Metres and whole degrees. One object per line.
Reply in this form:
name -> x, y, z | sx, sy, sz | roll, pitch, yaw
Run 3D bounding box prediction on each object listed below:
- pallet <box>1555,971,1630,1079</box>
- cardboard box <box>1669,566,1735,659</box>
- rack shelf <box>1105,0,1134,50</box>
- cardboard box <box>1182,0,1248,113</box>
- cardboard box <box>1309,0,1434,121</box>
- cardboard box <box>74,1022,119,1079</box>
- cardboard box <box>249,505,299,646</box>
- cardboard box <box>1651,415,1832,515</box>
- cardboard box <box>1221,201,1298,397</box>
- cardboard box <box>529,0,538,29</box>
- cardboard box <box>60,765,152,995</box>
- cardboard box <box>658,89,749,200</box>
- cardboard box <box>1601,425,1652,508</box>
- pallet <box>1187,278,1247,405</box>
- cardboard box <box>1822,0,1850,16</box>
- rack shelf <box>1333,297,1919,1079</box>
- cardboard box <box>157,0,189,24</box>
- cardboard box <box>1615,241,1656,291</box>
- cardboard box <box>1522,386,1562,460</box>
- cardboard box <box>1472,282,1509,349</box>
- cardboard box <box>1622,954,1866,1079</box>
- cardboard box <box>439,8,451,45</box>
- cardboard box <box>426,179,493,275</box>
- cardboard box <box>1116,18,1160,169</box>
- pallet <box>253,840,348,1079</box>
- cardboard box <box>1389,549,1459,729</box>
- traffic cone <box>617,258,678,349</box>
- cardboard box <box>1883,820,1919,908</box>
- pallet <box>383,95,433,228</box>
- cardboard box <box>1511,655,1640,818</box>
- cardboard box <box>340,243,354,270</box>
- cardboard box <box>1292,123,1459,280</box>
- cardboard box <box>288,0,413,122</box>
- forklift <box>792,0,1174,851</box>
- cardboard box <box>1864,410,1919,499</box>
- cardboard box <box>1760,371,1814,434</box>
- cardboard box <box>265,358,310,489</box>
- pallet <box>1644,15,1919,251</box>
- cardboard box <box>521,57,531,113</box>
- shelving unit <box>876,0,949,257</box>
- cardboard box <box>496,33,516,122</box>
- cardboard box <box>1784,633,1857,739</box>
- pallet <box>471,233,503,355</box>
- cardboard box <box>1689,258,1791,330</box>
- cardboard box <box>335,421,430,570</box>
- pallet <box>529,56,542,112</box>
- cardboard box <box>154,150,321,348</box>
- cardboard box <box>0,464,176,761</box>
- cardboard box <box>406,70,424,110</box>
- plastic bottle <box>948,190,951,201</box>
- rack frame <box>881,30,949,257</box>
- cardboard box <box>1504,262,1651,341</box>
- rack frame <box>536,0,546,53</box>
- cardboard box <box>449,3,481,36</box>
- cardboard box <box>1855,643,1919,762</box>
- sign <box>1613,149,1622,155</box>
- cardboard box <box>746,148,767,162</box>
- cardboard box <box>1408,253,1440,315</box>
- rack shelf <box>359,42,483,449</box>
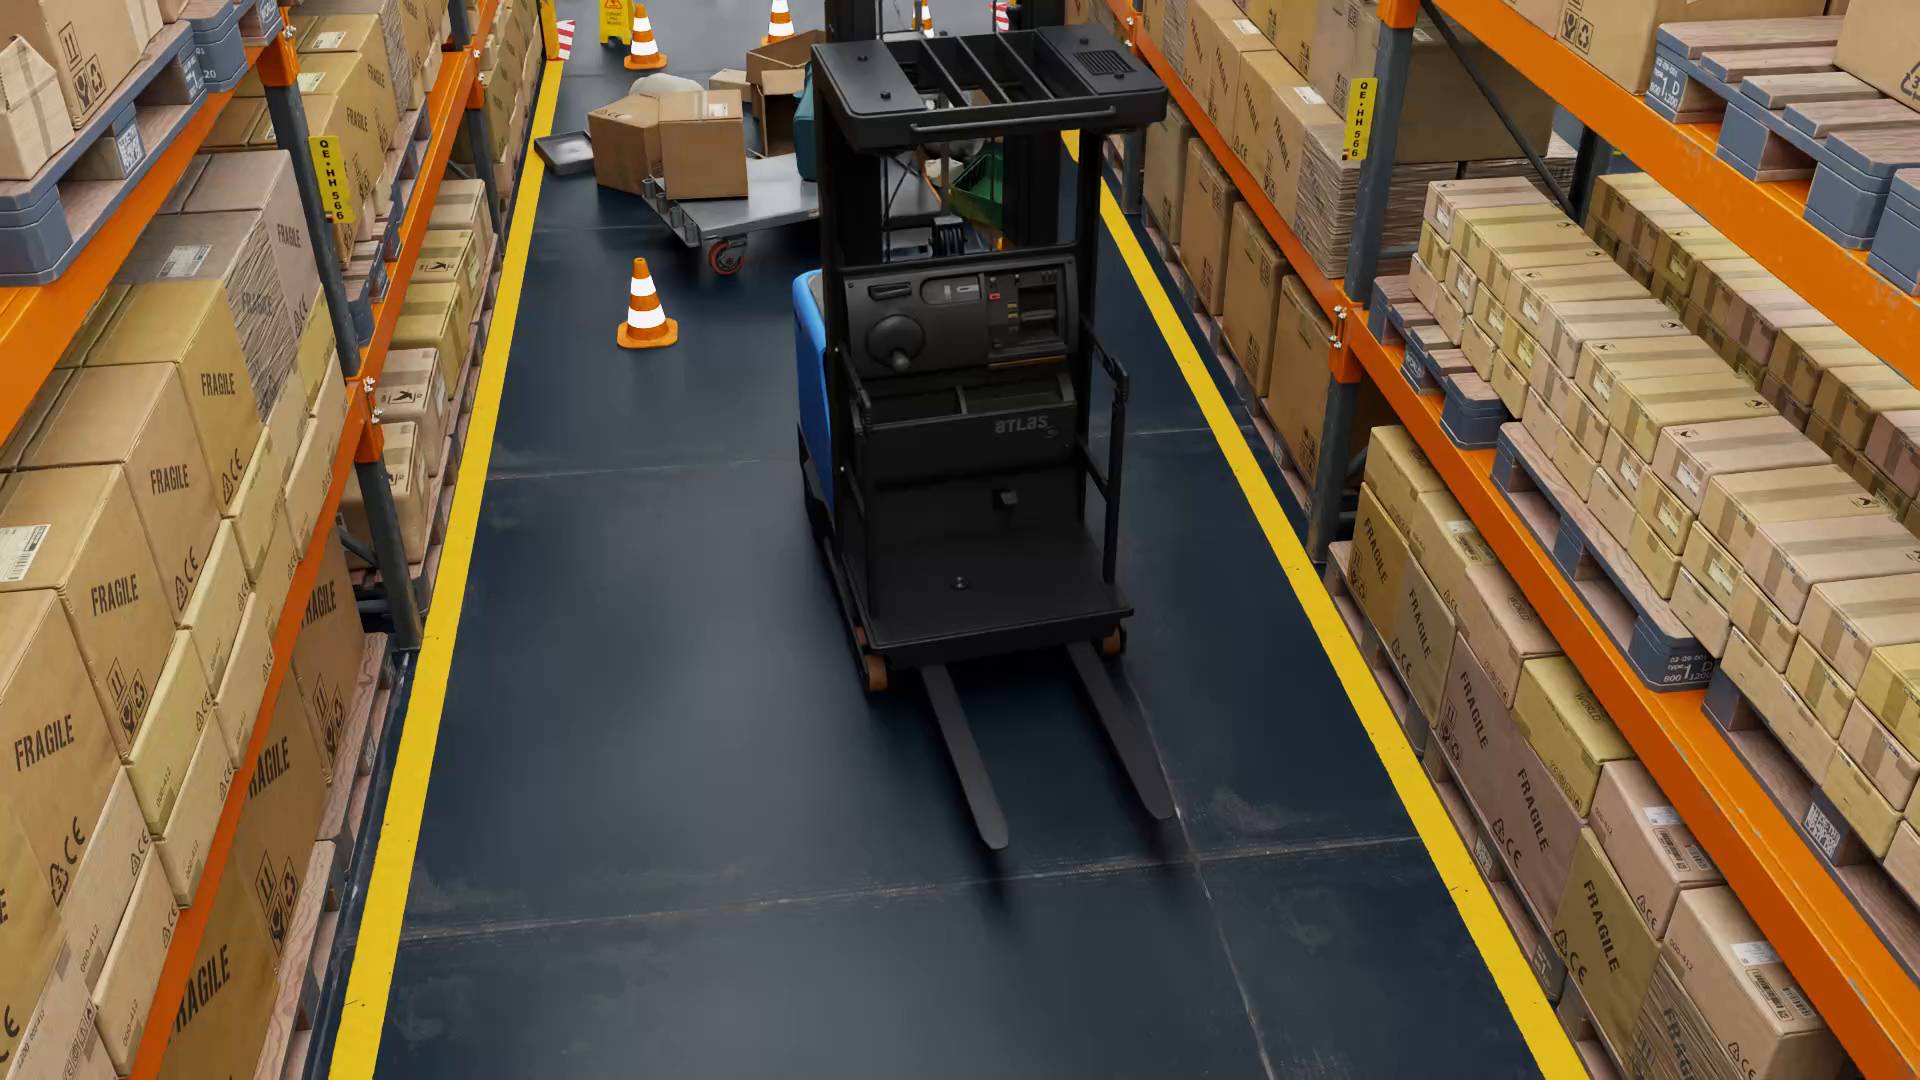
pallet -> 2.530, 1.755, 4.987 | 1.003, 0.211, 1.213 | -4, 35, -6
cardboard box -> 2.243, 0.182, 4.669 | 0.380, 0.149, 0.250 | -6, 35, -8
rack shelf -> 1.291, -4.246, 11.955 | 1.077, 0.370, 4.000 | -4, 35, -6
cardboard box -> 1.498, -2.594, 8.803 | 0.500, 0.500, 0.500 | -5, 35, -7
cardboard box -> 1.978, -2.183, 7.313 | 0.700, 0.500, 0.500 | -5, 35, -7
cardboard box -> -2.053, 1.265, 3.363 | 0.500, 0.250, 0.500 | -5, 35, -7
cardboard box -> -2.332, 0.127, 5.033 | 0.500, 0.250, 0.500 | -5, 35, -7
cardboard box -> 2.214, -0.215, 4.724 | 0.380, 0.149, 0.250 | -6, 35, -9
cardboard box -> 1.985, -1.273, 8.579 | 1.050, 0.750, 0.750 | -4, 34, -6
cardboard box -> -3.503, -4.148, 12.575 | 0.500, 0.500, 0.500 | -4, 34, -6
cardboard box -> -2.133, 0.768, 3.648 | 0.500, 0.250, 0.500 | -4, 34, -6
cardboard box -> -1.571, -2.427, 10.195 | 0.500, 0.500, 0.500 | -4, 35, -6
cardboard box -> 2.179, -0.234, 5.015 | 0.380, 0.149, 0.250 | -3, 34, -5
pallet -> 1.906, -1.167, 9.276 | 1.003, 0.211, 1.213 | -4, 35, -6
cardboard box -> 2.570, -1.619, 4.710 | 0.500, 0.500, 0.500 | -4, 35, -6
rack shelf -> 2.367, 0.219, 5.405 | 1.077, 0.370, 4.000 | -4, 35, -6
cardboard box -> -2.472, -1.680, 4.426 | 0.700, 0.500, 0.500 | -6, 35, -9
cardboard box -> 2.653, -0.997, 6.136 | 0.380, 0.149, 0.250 | -3, 34, -5
cardboard box -> 2.107, -0.400, 5.524 | 0.380, 0.149, 0.250 | -3, 34, -5
cardboard box -> 2.042, -0.803, 5.850 | 0.380, 0.149, 0.250 | -5, 35, -8
cardboard box -> 2.287, 1.503, 4.728 | 0.500, 0.500, 0.500 | -5, 35, -7
cardboard box -> -2.988, -2.799, 9.044 | 0.380, 0.149, 0.250 | -4, 34, -6
cardboard box -> -3.258, -1.791, 9.675 | 0.950, 0.372, 0.625 | -4, 34, -6
cardboard box -> 1.545, -3.079, 11.118 | 0.875, 0.875, 0.875 | -4, 34, -6
pallet -> -2.601, 1.514, 5.341 | 1.003, 0.211, 1.213 | -4, 35, -6
cardboard box -> 2.012, 0.359, 6.406 | 0.500, 0.500, 0.500 | -4, 34, -6
traffic cone -> -1.777, -1.361, 9.337 | 0.336, 0.463, 0.334 | -4, 35, -6
cardboard box -> 2.387, 0.761, 3.820 | 0.380, 0.149, 0.250 | -5, 35, -7
pallet -> -3.100, -1.786, 7.877 | 1.003, 0.211, 1.213 | -4, 35, -6
cardboard box -> 2.144, 0.609, 5.374 | 0.500, 0.250, 0.500 | -6, 35, -8
cardboard box -> -2.657, -1.189, 6.681 | 0.380, 0.149, 0.250 | -6, 35, -9
cardboard box -> 1.772, -1.467, 7.150 | 0.500, 0.500, 0.500 | -4, 35, -6
cardboard box -> -2.839, -2.236, 7.641 | 0.500, 0.500, 0.500 | -6, 35, -8
forklift -> 0.067, -0.823, 6.355 | 1.130, 2.935, 3.031 | -8, 35, -12
cardboard box -> 2.864, -0.254, 4.782 | 0.380, 0.149, 0.250 | -3, 34, -5
cardboard box -> 2.792, -0.427, 5.298 | 0.380, 0.149, 0.250 | -4, 34, -5
cardboard box -> -2.404, -0.371, 5.320 | 0.500, 0.250, 0.500 | -5, 35, -8
pallet -> 2.516, -1.056, 4.139 | 1.213, 0.211, 1.003 | -4, 35, -6
cardboard box -> -3.356, -3.253, 11.929 | 0.500, 0.250, 0.500 | -6, 35, -8
shelving unit -> -0.308, -1.467, 8.034 | 0.431, 2.100, 0.503 | -8, 35, -12
cardboard box -> -3.227, -2.990, 10.877 | 0.500, 0.500, 0.500 | -3, 34, -4
cardboard box -> 2.320, 0.352, 4.156 | 0.380, 0.149, 0.250 | -3, 34, -4
pallet -> -3.225, -1.409, 9.630 | 1.003, 0.211, 1.213 | -4, 35, -6
cardboard box -> 2.725, -0.836, 5.636 | 0.380, 0.149, 0.250 | -3, 34, -5
cardboard box -> -2.859, -0.167, 7.292 | 0.950, 0.372, 0.625 | -7, 35, -10
pallet -> -3.785, -3.577, 12.811 | 1.003, 0.211, 1.213 | -4, 35, -6
cardboard box -> -2.464, -0.949, 5.503 | 0.500, 0.500, 0.500 | -5, 35, -8
cardboard box -> -2.190, 0.185, 3.838 | 0.500, 0.500, 0.500 | -5, 35, -8
cardboard box -> -2.865, -2.229, 8.207 | 0.380, 0.149, 0.250 | -4, 35, -6
plastic bottle -> 0.028, -2.253, 11.001 | 0.133, 0.061, 0.283 | -24, 41, -30
rack frame -> -0.249, -1.335, 7.838 | 0.400, 2.100, 0.015 | -8, 35, -12
cardboard box -> 2.071, -0.803, 5.587 | 0.380, 0.149, 0.250 | -6, 35, -8
rack frame -> -3.869, -5.228, 12.758 | 1.000, 3.000, 0.127 | -4, 35, -6
cardboard box -> -3.056, -3.092, 9.847 | 0.380, 0.149, 0.250 | -5, 35, -7
cardboard box -> 2.352, 0.363, 3.876 | 0.380, 0.149, 0.250 | -5, 35, -8
sign -> 2.635, -1.687, 6.604 | 0.100, 0.325, 0.005 | -4, 35, -6
cardboard box -> -1.314, -2.483, 11.158 | 0.396, 0.266, 0.258 | 27, 43, 34
cardboard box -> 1.958, -1.000, 6.403 | 0.380, 0.149, 0.250 | -5, 35, -7
rack shelf -> -3.062, -1.582, 8.047 | 1.077, 0.370, 4.000 | -4, 35, -6
